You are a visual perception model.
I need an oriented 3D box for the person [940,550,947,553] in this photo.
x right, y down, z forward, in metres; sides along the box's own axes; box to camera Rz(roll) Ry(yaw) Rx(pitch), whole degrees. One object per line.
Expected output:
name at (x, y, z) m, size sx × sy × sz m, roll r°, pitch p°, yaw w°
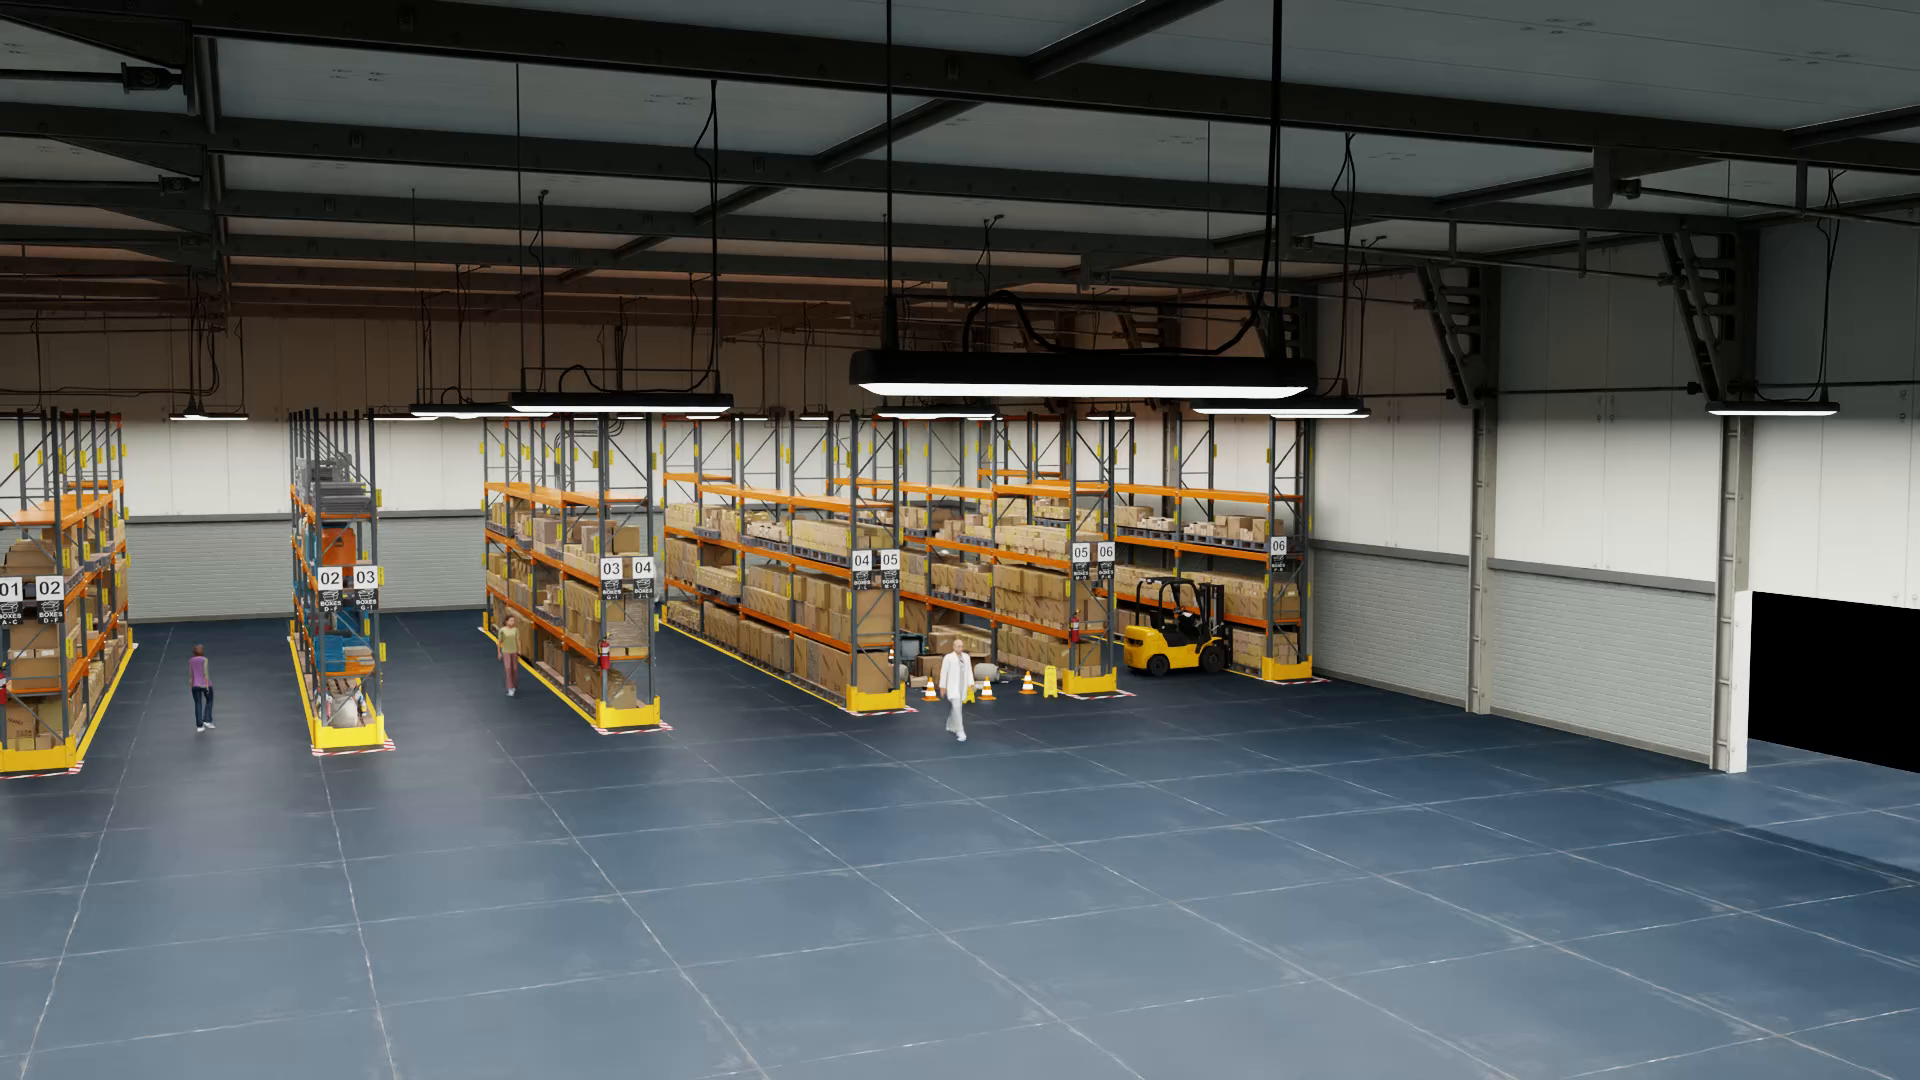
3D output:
person at (-0.511, 1.178, 52.567) m, size 1.046 × 1.729 × 0.513 m, roll -2°, pitch 5°, yaw -27°

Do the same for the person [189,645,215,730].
person at (-14.162, 2.764, 30.982) m, size 0.421 × 1.609 × 0.512 m, roll -1°, pitch 4°, yaw -14°

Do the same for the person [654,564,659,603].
person at (-9.644, 1.292, 51.986) m, size 0.401 × 1.536 × 0.720 m, roll 3°, pitch 5°, yaw 36°

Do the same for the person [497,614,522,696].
person at (-9.515, 2.432, 35.316) m, size 0.472 × 1.668 × 0.745 m, roll -3°, pitch 5°, yaw -33°

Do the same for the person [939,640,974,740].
person at (-0.026, 2.707, 30.424) m, size 0.619 × 1.766 × 0.926 m, roll -3°, pitch 5°, yaw -37°
